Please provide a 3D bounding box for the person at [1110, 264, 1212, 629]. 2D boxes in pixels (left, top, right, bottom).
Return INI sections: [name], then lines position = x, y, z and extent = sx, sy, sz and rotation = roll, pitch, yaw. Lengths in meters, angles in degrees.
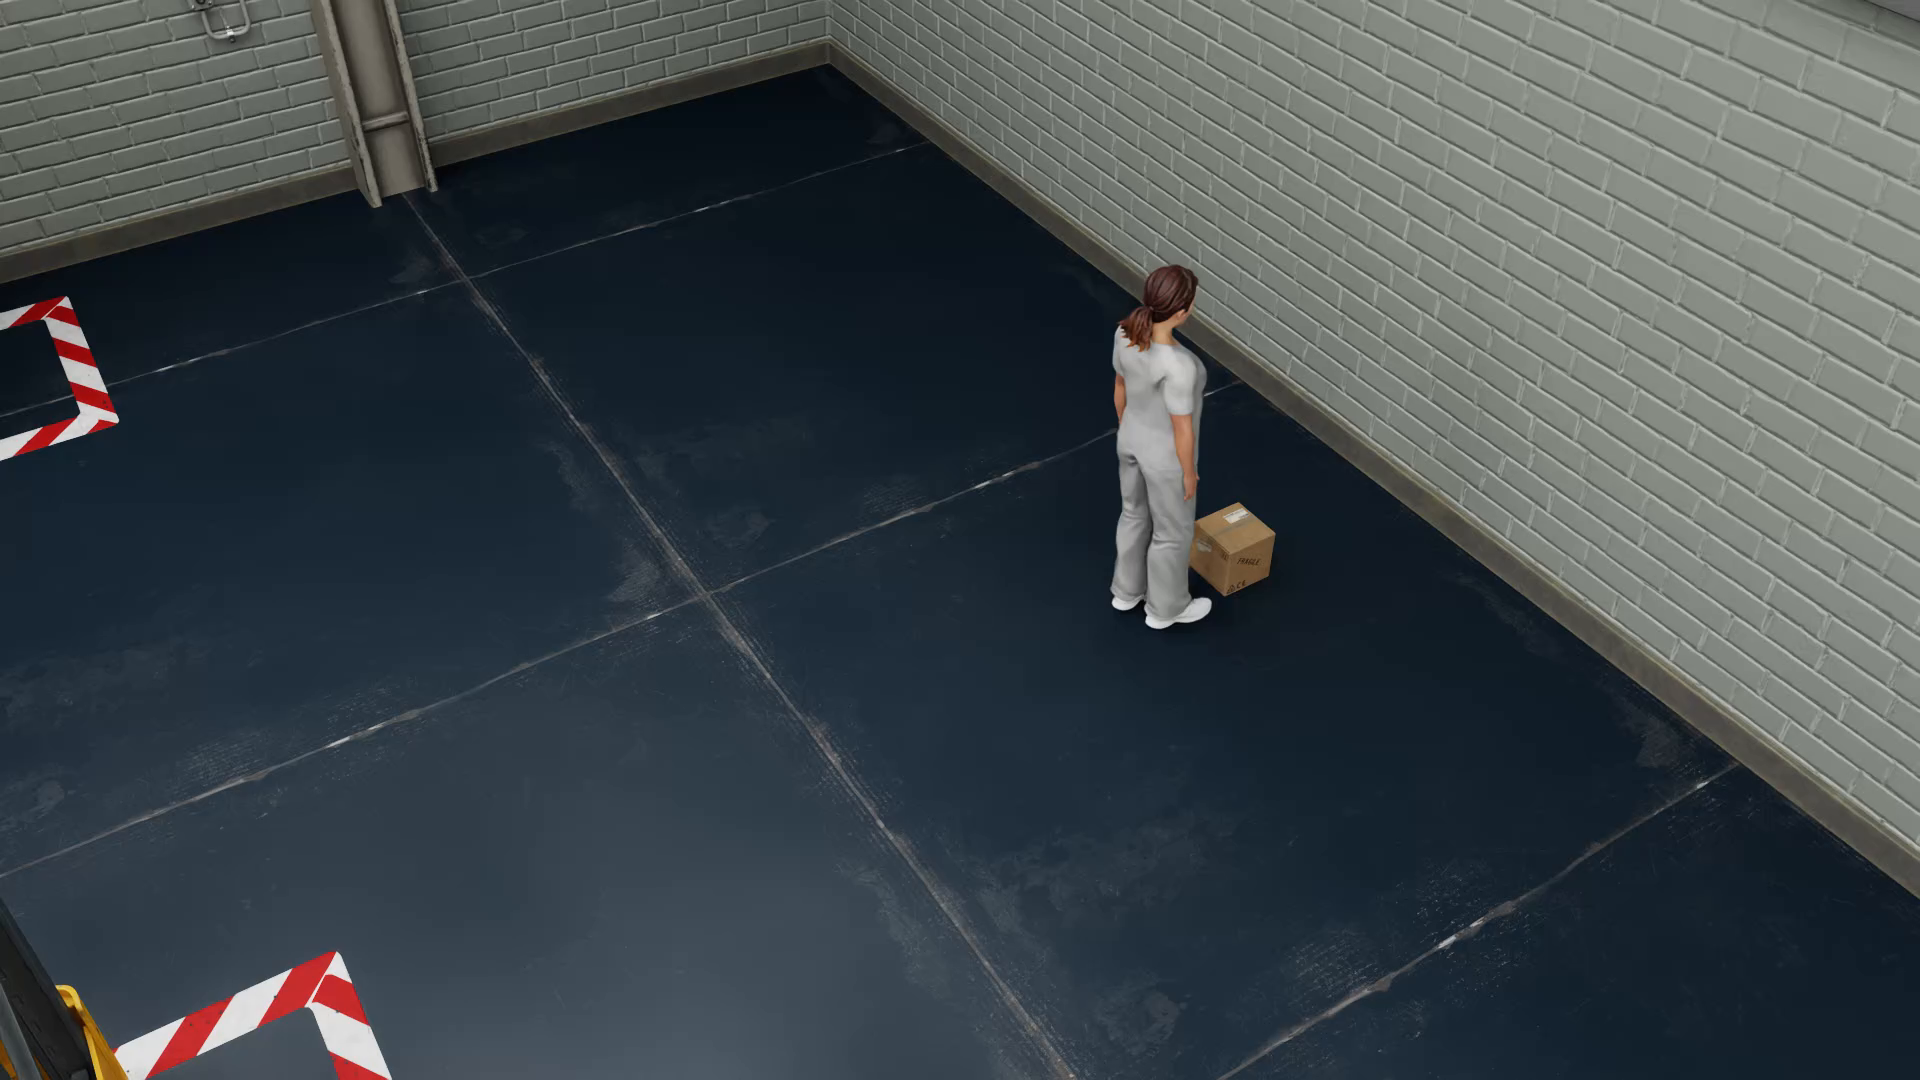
[person]
position = 0.793, -0.348, 6.552
extent = 0.455, 1.665, 0.448
rotation = -23, 46, -24
